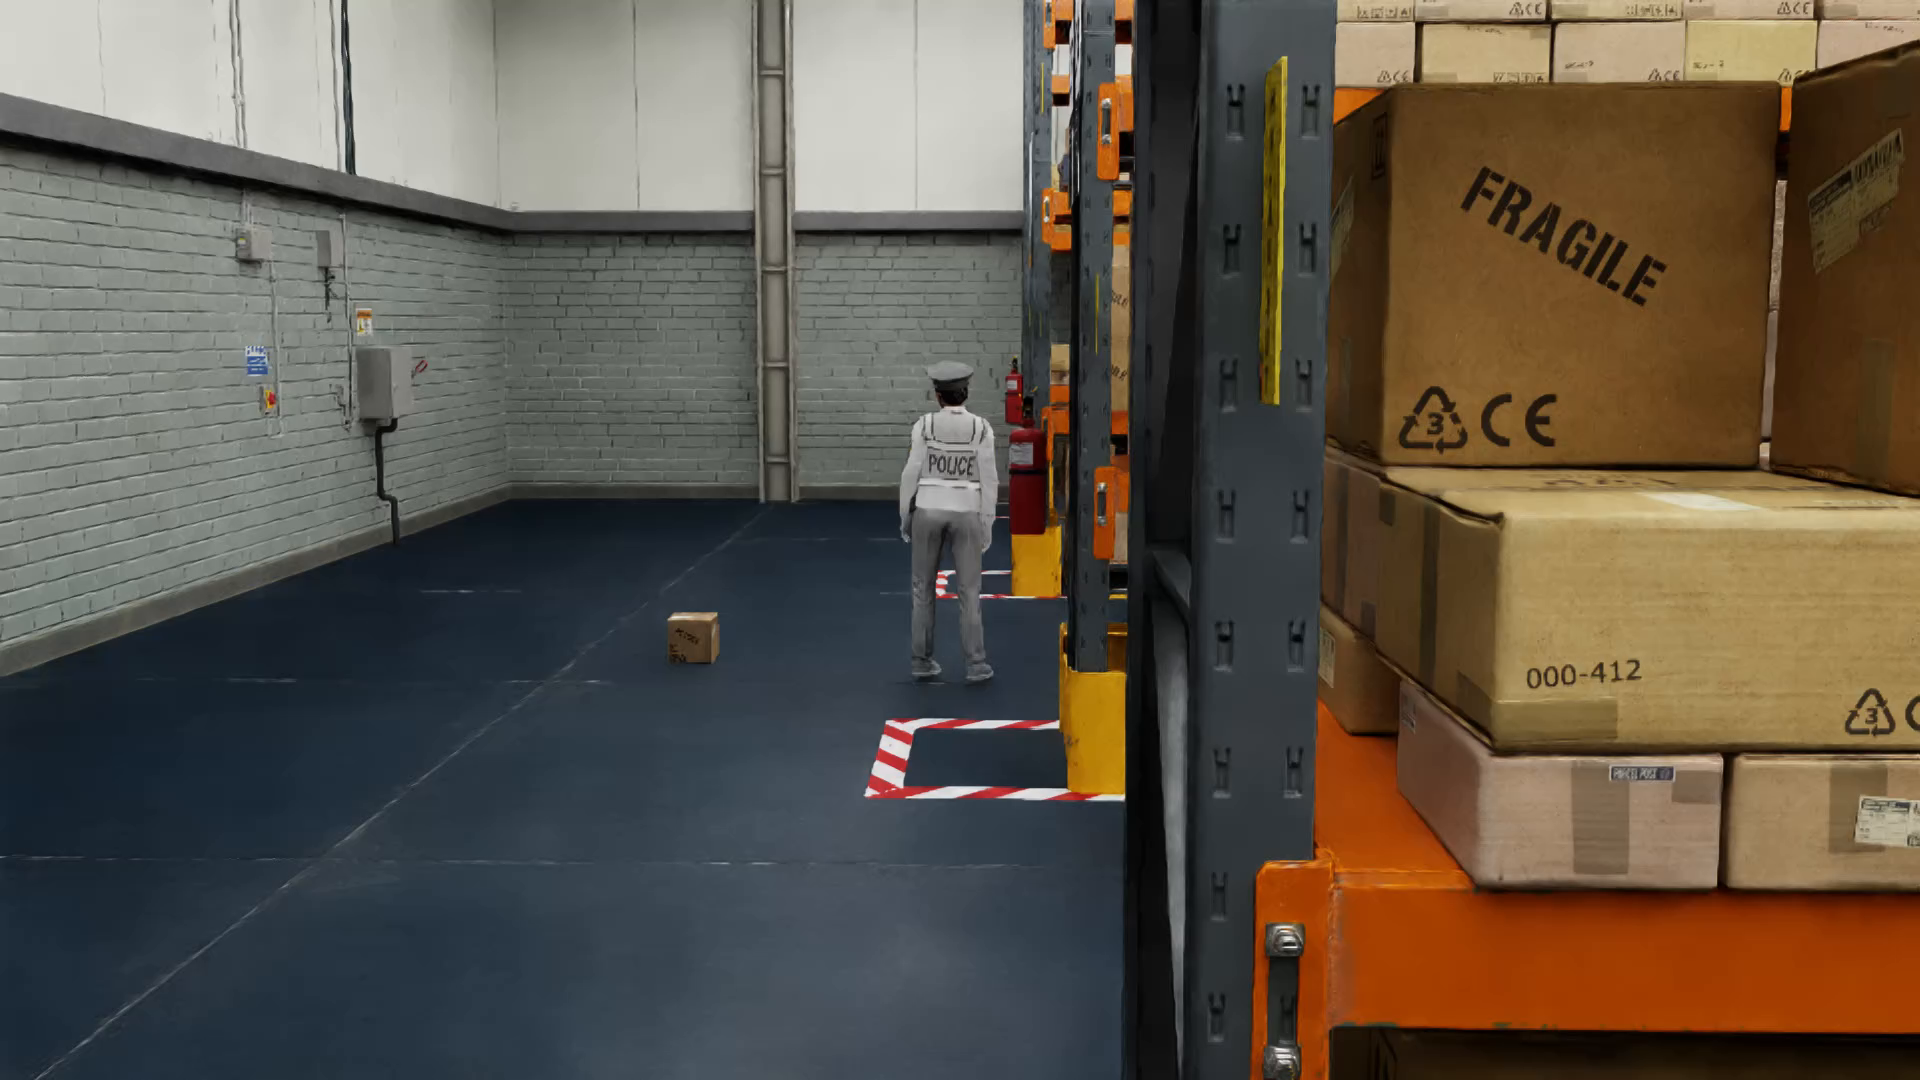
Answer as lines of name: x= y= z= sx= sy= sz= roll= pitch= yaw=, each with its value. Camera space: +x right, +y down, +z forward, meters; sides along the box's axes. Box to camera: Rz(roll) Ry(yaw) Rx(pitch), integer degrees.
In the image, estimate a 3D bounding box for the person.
person: x=-0.060 y=-0.096 z=8.785 sx=0.525 sy=1.688 sz=0.354 roll=0 pitch=7 yaw=-3
